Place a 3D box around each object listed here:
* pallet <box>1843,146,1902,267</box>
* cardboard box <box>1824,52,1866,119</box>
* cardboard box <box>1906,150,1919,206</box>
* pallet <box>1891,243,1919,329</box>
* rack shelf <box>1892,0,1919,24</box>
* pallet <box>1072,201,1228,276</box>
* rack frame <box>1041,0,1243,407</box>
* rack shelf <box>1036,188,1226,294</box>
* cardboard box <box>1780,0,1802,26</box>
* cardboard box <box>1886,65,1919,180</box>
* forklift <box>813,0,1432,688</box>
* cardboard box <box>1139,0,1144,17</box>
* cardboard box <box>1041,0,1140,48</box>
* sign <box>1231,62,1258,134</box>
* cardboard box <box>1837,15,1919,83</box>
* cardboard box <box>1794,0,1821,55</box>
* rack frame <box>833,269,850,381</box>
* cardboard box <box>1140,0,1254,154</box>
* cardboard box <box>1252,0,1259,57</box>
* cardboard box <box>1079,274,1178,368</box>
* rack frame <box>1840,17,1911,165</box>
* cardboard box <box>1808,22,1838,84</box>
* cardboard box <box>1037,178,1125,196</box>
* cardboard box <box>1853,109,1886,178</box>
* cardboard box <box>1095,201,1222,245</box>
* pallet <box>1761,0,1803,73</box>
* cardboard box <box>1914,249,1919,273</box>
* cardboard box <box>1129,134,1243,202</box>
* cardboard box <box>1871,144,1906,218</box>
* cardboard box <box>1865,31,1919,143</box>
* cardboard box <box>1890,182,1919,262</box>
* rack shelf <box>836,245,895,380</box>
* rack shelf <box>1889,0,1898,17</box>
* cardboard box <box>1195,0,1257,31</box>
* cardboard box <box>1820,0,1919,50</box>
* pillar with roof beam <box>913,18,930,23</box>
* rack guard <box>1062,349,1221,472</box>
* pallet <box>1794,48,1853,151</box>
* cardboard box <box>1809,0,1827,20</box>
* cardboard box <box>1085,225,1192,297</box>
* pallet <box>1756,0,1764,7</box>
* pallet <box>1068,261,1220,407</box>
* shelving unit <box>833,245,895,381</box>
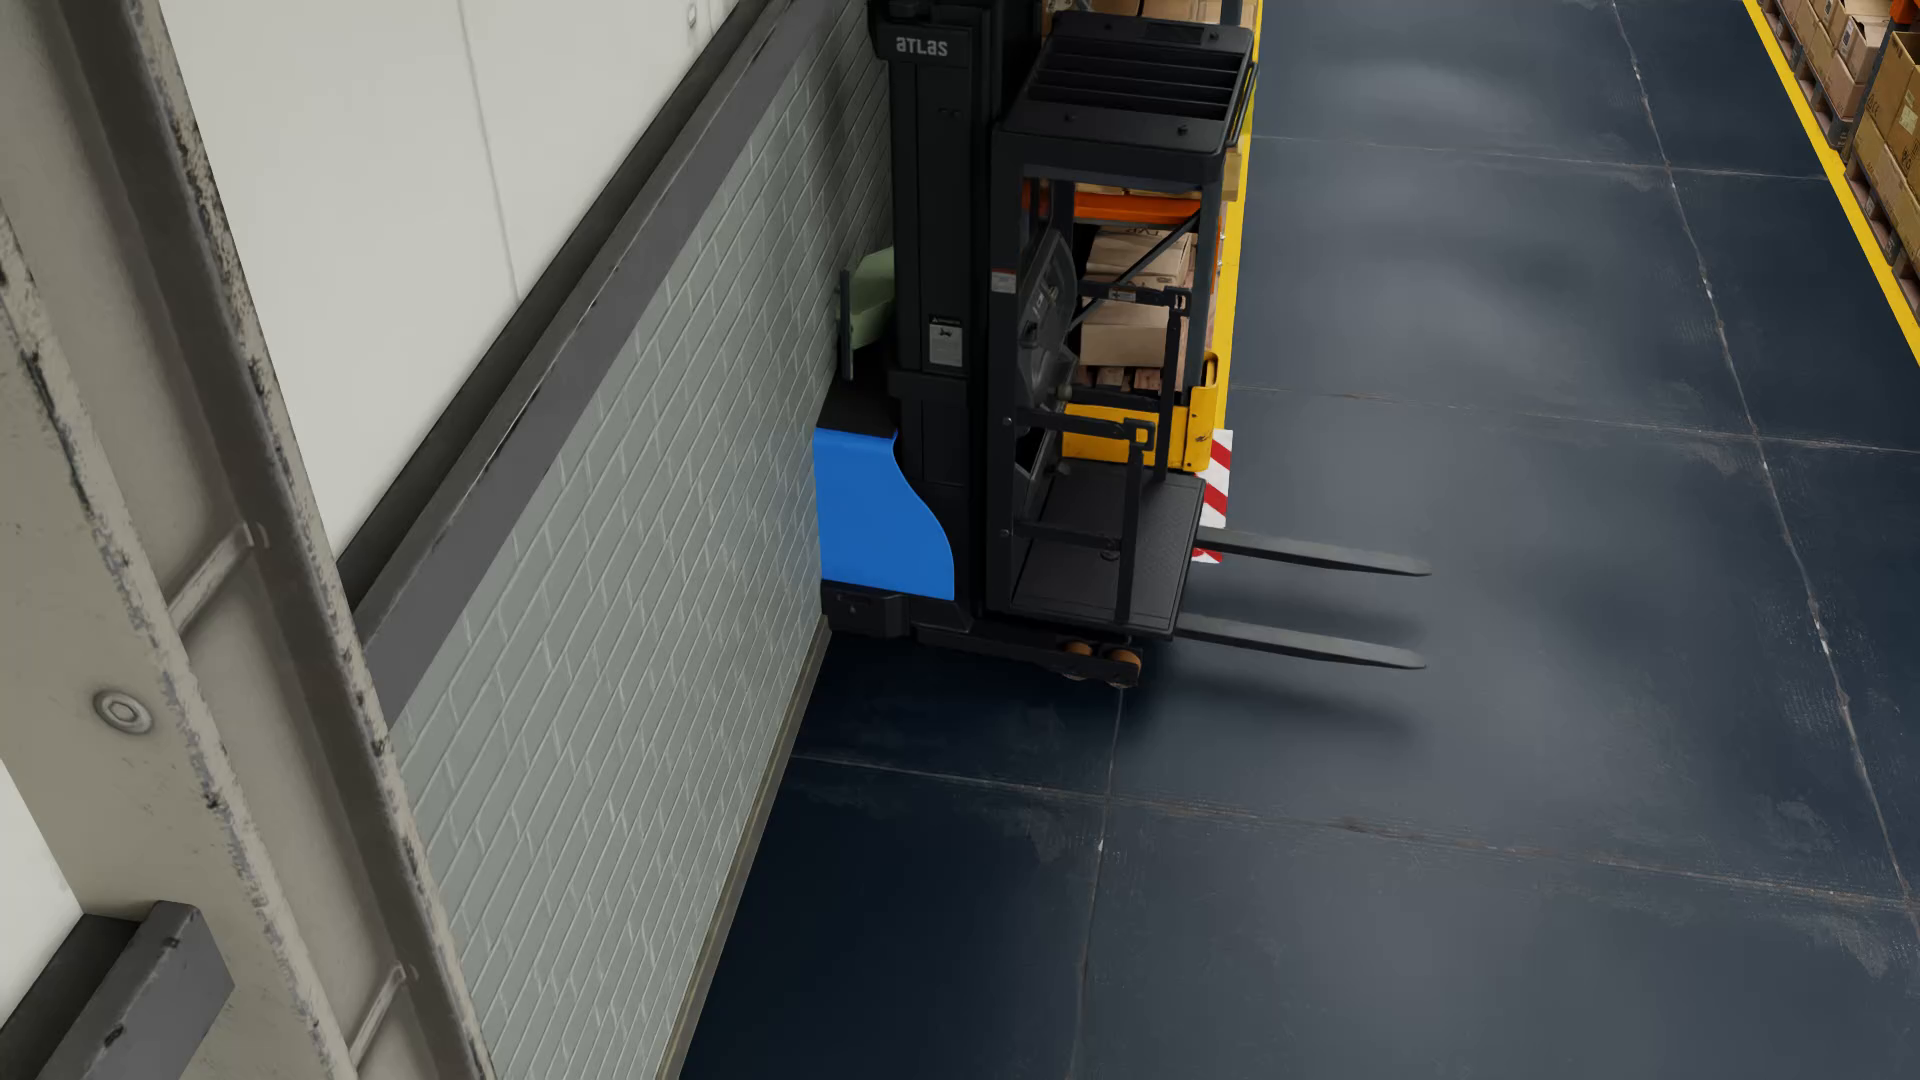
[{"bbox_3d":[6.063,-2.009,10.111,1.003,0.211,1.213,6,40,8],"label":"pallet"},{"bbox_3d":[6.028,-2.972,10.916,0.500,0.250,0.500,6,40,7],"label":"cardboard box"},{"bbox_3d":[5.681,-2.085,9.254,0.500,0.500,0.500,6,40,8],"label":"cardboard box"},{"bbox_3d":[5.854,-1.241,9.182,1.003,0.211,1.213,6,40,8],"label":"pallet"},{"bbox_3d":[5.896,-2.046,8.531,1.077,0.370,4.000,6,40,8],"label":"rack shelf"},{"bbox_3d":[1.072,-1.854,9.923,1.003,0.211,1.213,6,40,8],"label":"pallet"},{"bbox_3d":[0.670,-1.612,7.442,1.000,3.000,0.127,6,40,8],"label":"rack frame"},{"bbox_3d":[1.016,-2.589,9.189,1.077,0.370,4.000,6,40,8],"label":"rack shelf"},{"bbox_3d":[6.295,-3.930,12.074,0.500,0.250,0.500,7,40,9],"label":"cardboard box"},{"bbox_3d":[5.775,-2.398,9.633,0.500,0.500,0.500,6,40,8],"label":"cardboard box"},{"bbox_3d":[0.538,-0.875,6.605,3.031,2.935,1.130,9,40,11],"label":"forklift"},{"bbox_3d":[0.639,-2.485,8.011,0.500,0.500,0.500,7,40,8],"label":"cardboard box"},{"bbox_3d":[0.542,-2.170,7.631,0.500,0.500,0.500,6,40,7],"label":"cardboard box"},{"bbox_3d":[1.205,-1.885,7.094,0.100,0.325,0.005,6,40,8],"label":"sign"},{"bbox_3d":[6.030,-3.182,10.730,0.500,0.311,0.500,6,40,8],"label":"cardboard box"},{"bbox_3d":[6.206,-3.611,11.688,0.500,0.250,0.500,7,40,9],"label":"cardboard box"},{"bbox_3d":[-0.610,-0.523,7.175,0.400,1.500,0.023,29,42,35],"label":"rack frame"},{"bbox_3d":[1.049,-2.117,7.567,0.500,0.500,0.500,6,40,8],"label":"cardboard box"},{"bbox_3d":[1.240,-2.750,8.332,0.500,0.500,0.500,5,40,6],"label":"cardboard box"},{"bbox_3d":[0.879,-1.169,8.672,0.500,0.311,0.500,2,40,3],"label":"cardboard box"},{"bbox_3d":[6.242,-3.578,9.820,1.000,3.000,0.127,6,40,8],"label":"rack frame"},{"bbox_3d":[6.118,-3.290,11.300,0.500,0.250,0.500,6,40,7],"label":"cardboard box"},{"bbox_3d":[0.560,-1.876,7.864,0.500,0.250,0.500,7,40,8],"label":"cardboard box"},{"bbox_3d":[5.863,-2.423,10.251,0.500,0.250,0.500,6,40,8],"label":"cardboard box"},{"bbox_3d":[1.153,-2.055,9.594,0.700,0.500,0.500,4,40,5],"label":"cardboard box"},{"bbox_3d":[6.540,-3.738,12.202,1.003,0.211,1.213,6,40,8],"label":"pallet"},{"bbox_3d":[5.599,-1.482,9.113,0.500,0.250,0.500,6,40,8],"label":"cardboard box"},{"bbox_3d":[1.067,-1.833,7.811,0.500,0.250,0.500,5,40,6],"label":"cardboard box"},{"bbox_3d":[5.772,-2.109,9.872,0.500,0.250,0.500,6,40,8],"label":"cardboard box"},{"bbox_3d":[5.853,-2.713,10.014,0.500,0.500,0.500,6,40,8],"label":"cardboard box"},{"bbox_3d":[5.680,-1.796,9.493,0.500,0.250,0.500,6,40,8],"label":"cardboard box"},{"bbox_3d":[-0.348,-0.989,7.185,0.431,0.370,0.720,29,42,35],"label":"rack shelf"},{"bbox_3d":[6.588,-4.556,11.568,1.077,0.370,4.000,6,40,8],"label":"rack shelf"},{"bbox_3d":[1.144,-2.426,7.941,0.500,0.500,0.500,7,40,8],"label":"cardboard box"},{"bbox_3d":[6.114,-3.509,11.125,0.500,0.311,0.500,7,40,9],"label":"cardboard box"},{"bbox_3d":[4.179,-3.984,5.603,9.100,9.000,0.400,6,40,8],"label":"pillar with roof beam"},{"bbox_3d":[0.683,-0.696,8.296,1.175,0.500,0.348,6,40,8],"label":"rack guard"},{"bbox_3d":[6.331,-2.970,11.273,1.003,0.211,1.213,6,40,8],"label":"pallet"},{"bbox_3d":[6.202,-3.822,11.504,0.500,0.311,0.500,6,40,8],"label":"cardboard box"},{"bbox_3d":[0.977,-1.527,9.104,0.500,0.311,0.500,10,41,11],"label":"cardboard box"},{"bbox_3d":[6.753,-4.501,13.126,1.003,0.211,1.213,6,40,8],"label":"pallet"},{"bbox_3d":[0.859,-1.090,9.000,1.003,0.211,1.213,6,40,8],"label":"pallet"},{"bbox_3d":[-0.356,-0.663,7.399,0.431,1.500,0.755,29,42,35],"label":"shelving unit"}]
